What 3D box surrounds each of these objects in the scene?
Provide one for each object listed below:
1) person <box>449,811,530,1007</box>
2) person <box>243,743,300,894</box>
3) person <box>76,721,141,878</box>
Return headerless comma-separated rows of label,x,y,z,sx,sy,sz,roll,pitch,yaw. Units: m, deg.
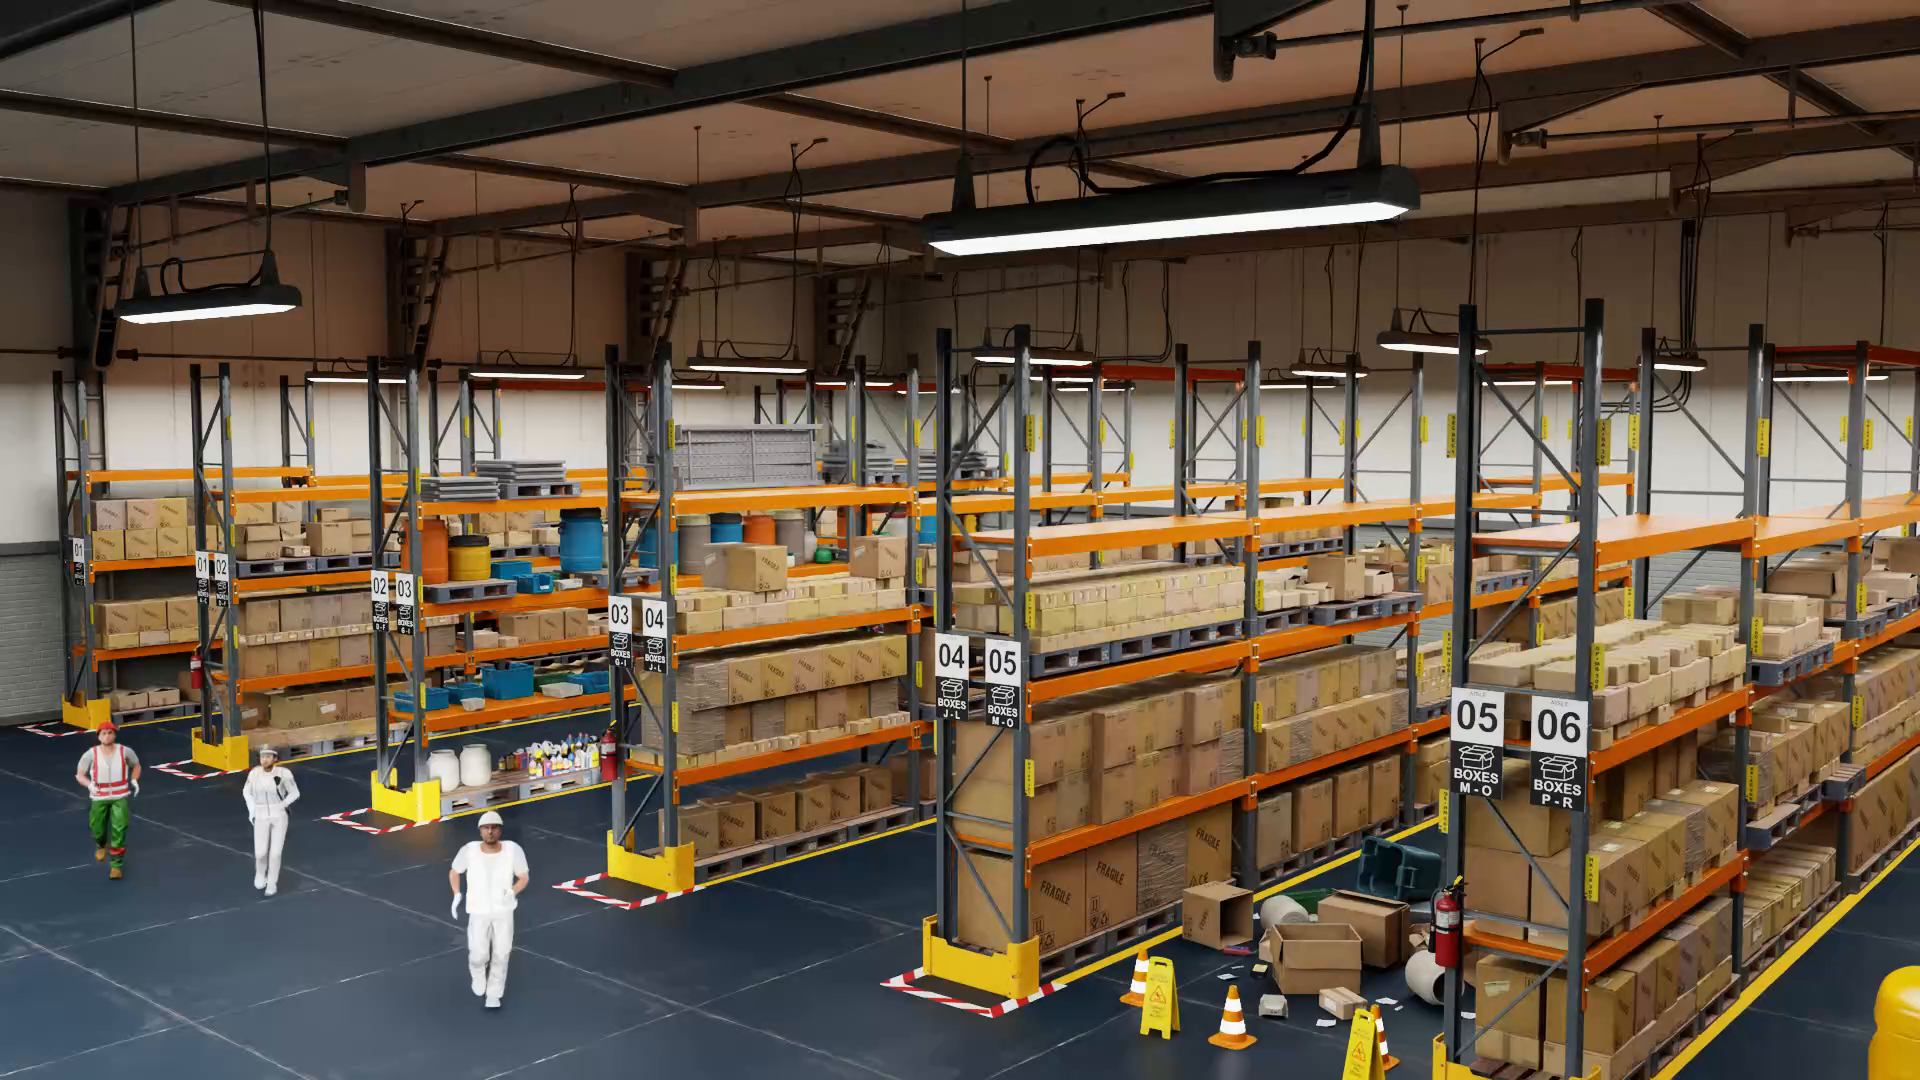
person,-4.097,3.245,14.517,0.678,1.738,0.585,-1,4,-17
person,-7.498,3.029,18.054,0.575,1.666,0.549,-1,4,-15
person,-9.665,2.928,18.916,0.663,1.745,0.761,-2,5,-30
